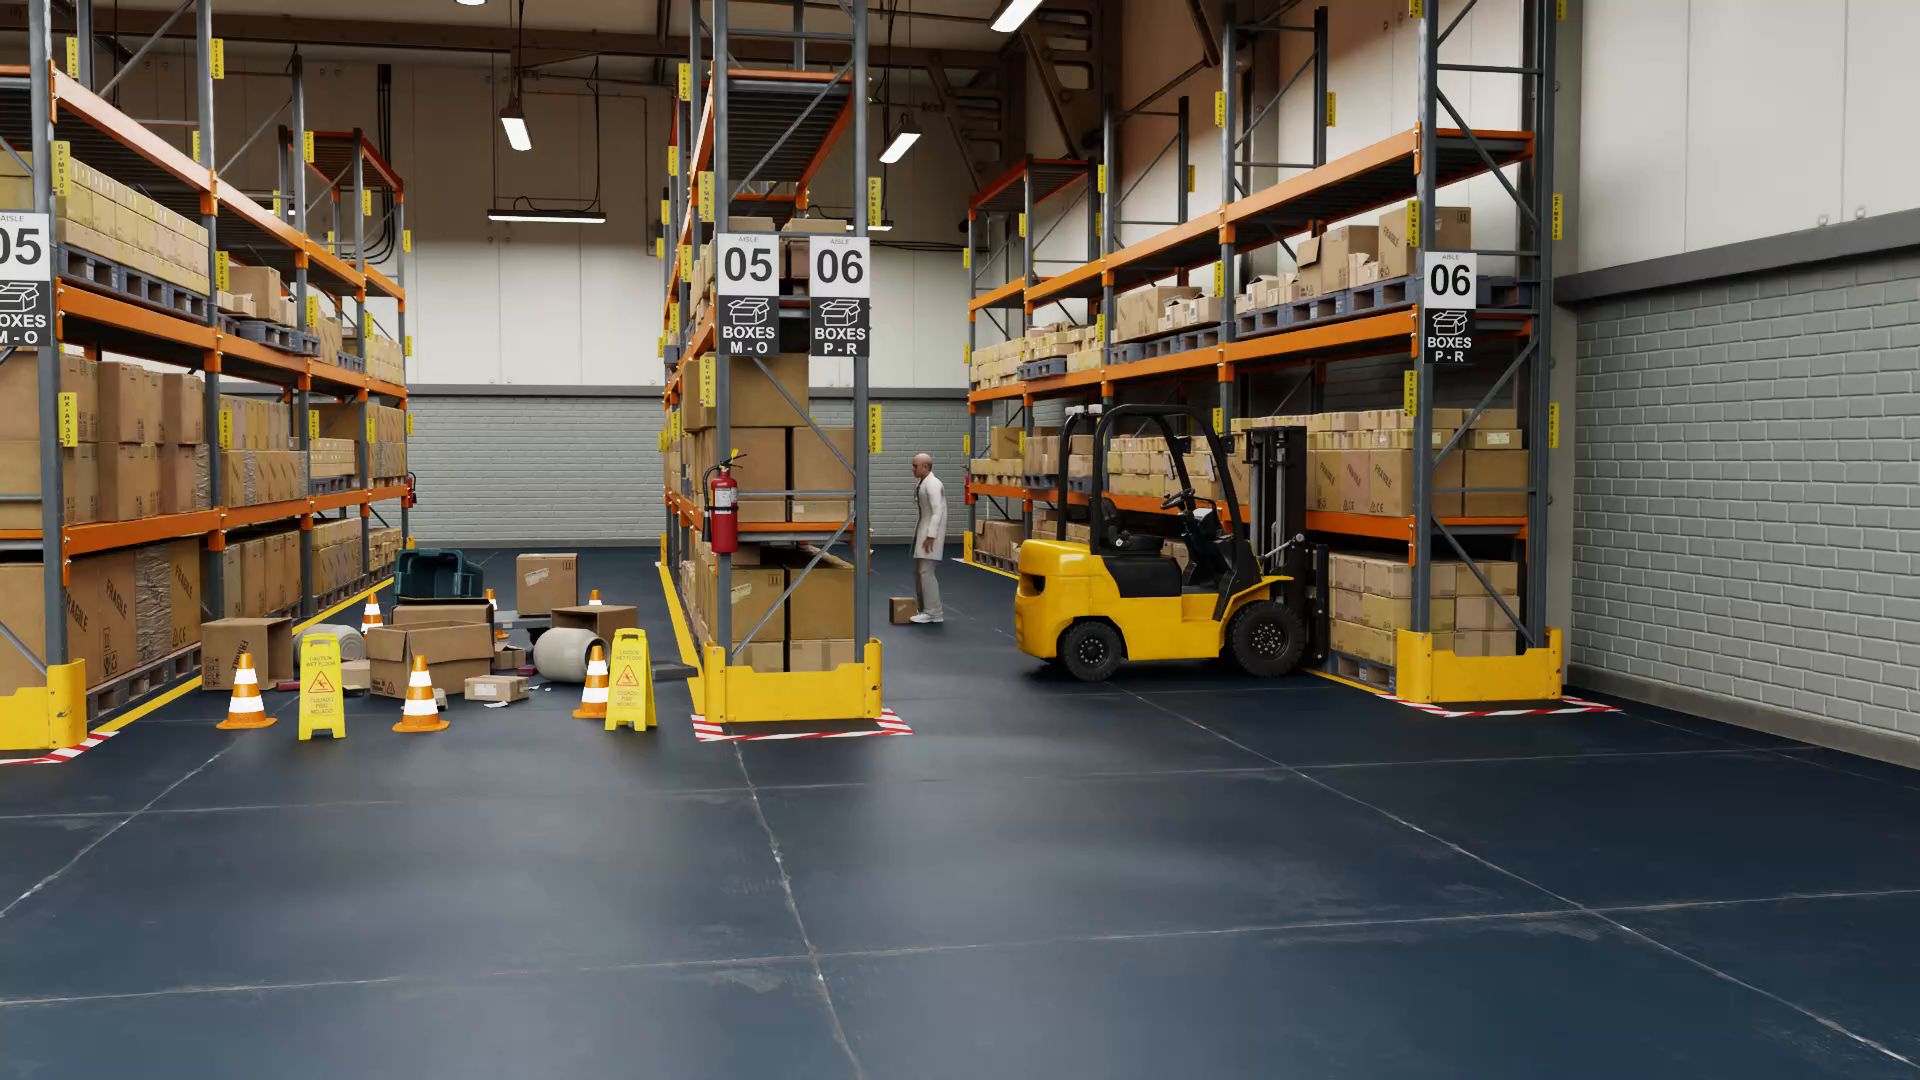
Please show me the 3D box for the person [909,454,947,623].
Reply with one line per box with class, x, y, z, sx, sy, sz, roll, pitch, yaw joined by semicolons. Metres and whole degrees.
person;-0.354;-0.022;17.540;0.420;1.775;0.654;-1;3;-14
